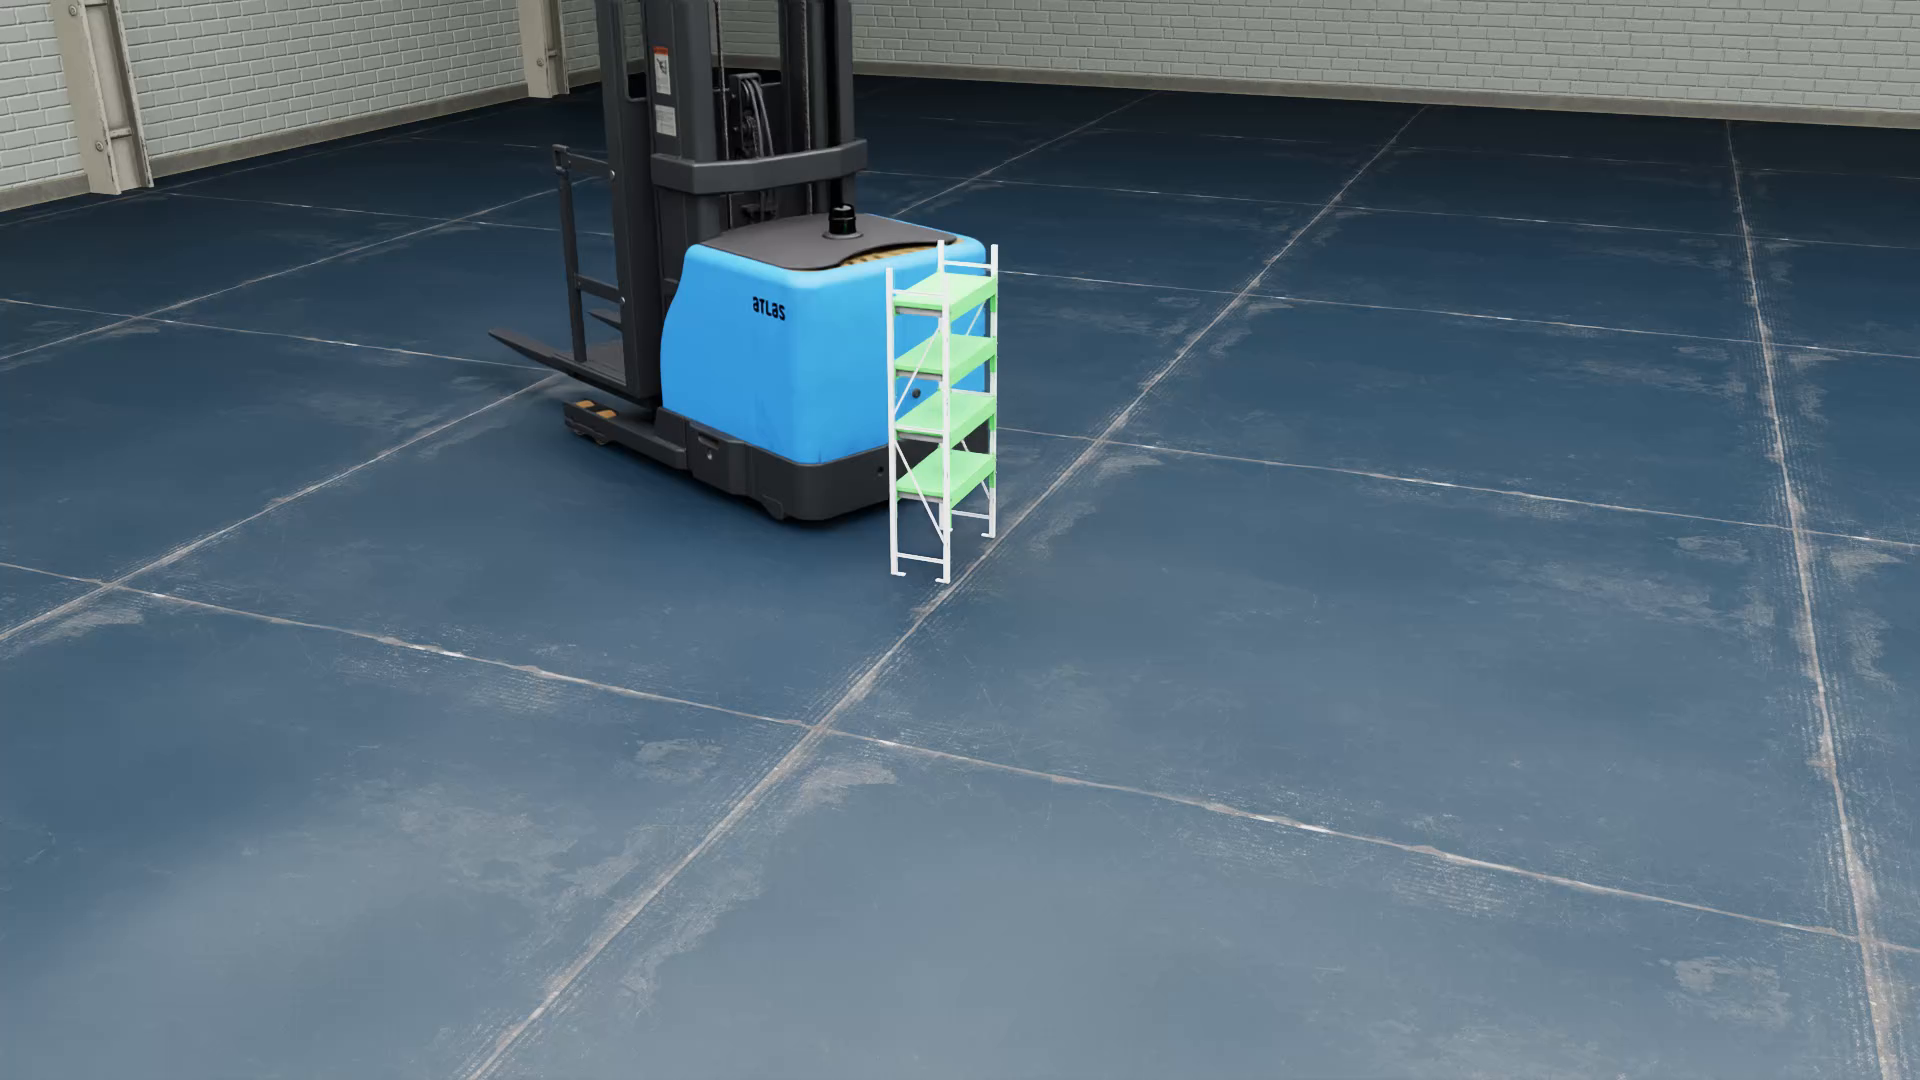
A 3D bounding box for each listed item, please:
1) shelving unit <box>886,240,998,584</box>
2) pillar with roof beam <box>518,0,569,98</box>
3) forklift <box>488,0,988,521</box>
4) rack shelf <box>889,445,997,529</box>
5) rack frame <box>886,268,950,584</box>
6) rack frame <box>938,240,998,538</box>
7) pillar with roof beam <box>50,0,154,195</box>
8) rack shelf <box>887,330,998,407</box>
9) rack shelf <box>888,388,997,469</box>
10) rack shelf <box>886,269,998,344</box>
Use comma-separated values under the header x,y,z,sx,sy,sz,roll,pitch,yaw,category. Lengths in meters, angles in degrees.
x,y,z,sx,sy,sz,roll,pitch,yaw,category
-0.061,-0.494,6.377,0.258,1.200,0.503,9,24,20,shelving unit
-0.655,-8.563,15.574,9.100,9.000,0.400,9,24,20,pillar with roof beam
-1.242,-1.914,7.530,1.130,2.935,3.031,-19,30,-39,forklift
-0.061,-0.214,6.494,0.258,0.148,0.480,9,24,20,rack shelf
-0.152,-0.407,6.168,0.240,1.200,0.015,9,24,20,rack frame
0.029,-0.582,6.586,0.240,1.200,0.015,9,24,20,rack frame
-2.883,-6.416,10.434,9.100,9.000,0.400,9,24,20,pillar with roof beam
-0.061,-0.657,6.309,0.258,0.148,0.480,9,24,20,rack shelf
-0.061,-0.435,6.402,0.258,0.148,0.480,9,24,20,rack shelf
-0.061,-0.878,6.217,0.258,0.148,0.480,9,24,20,rack shelf
